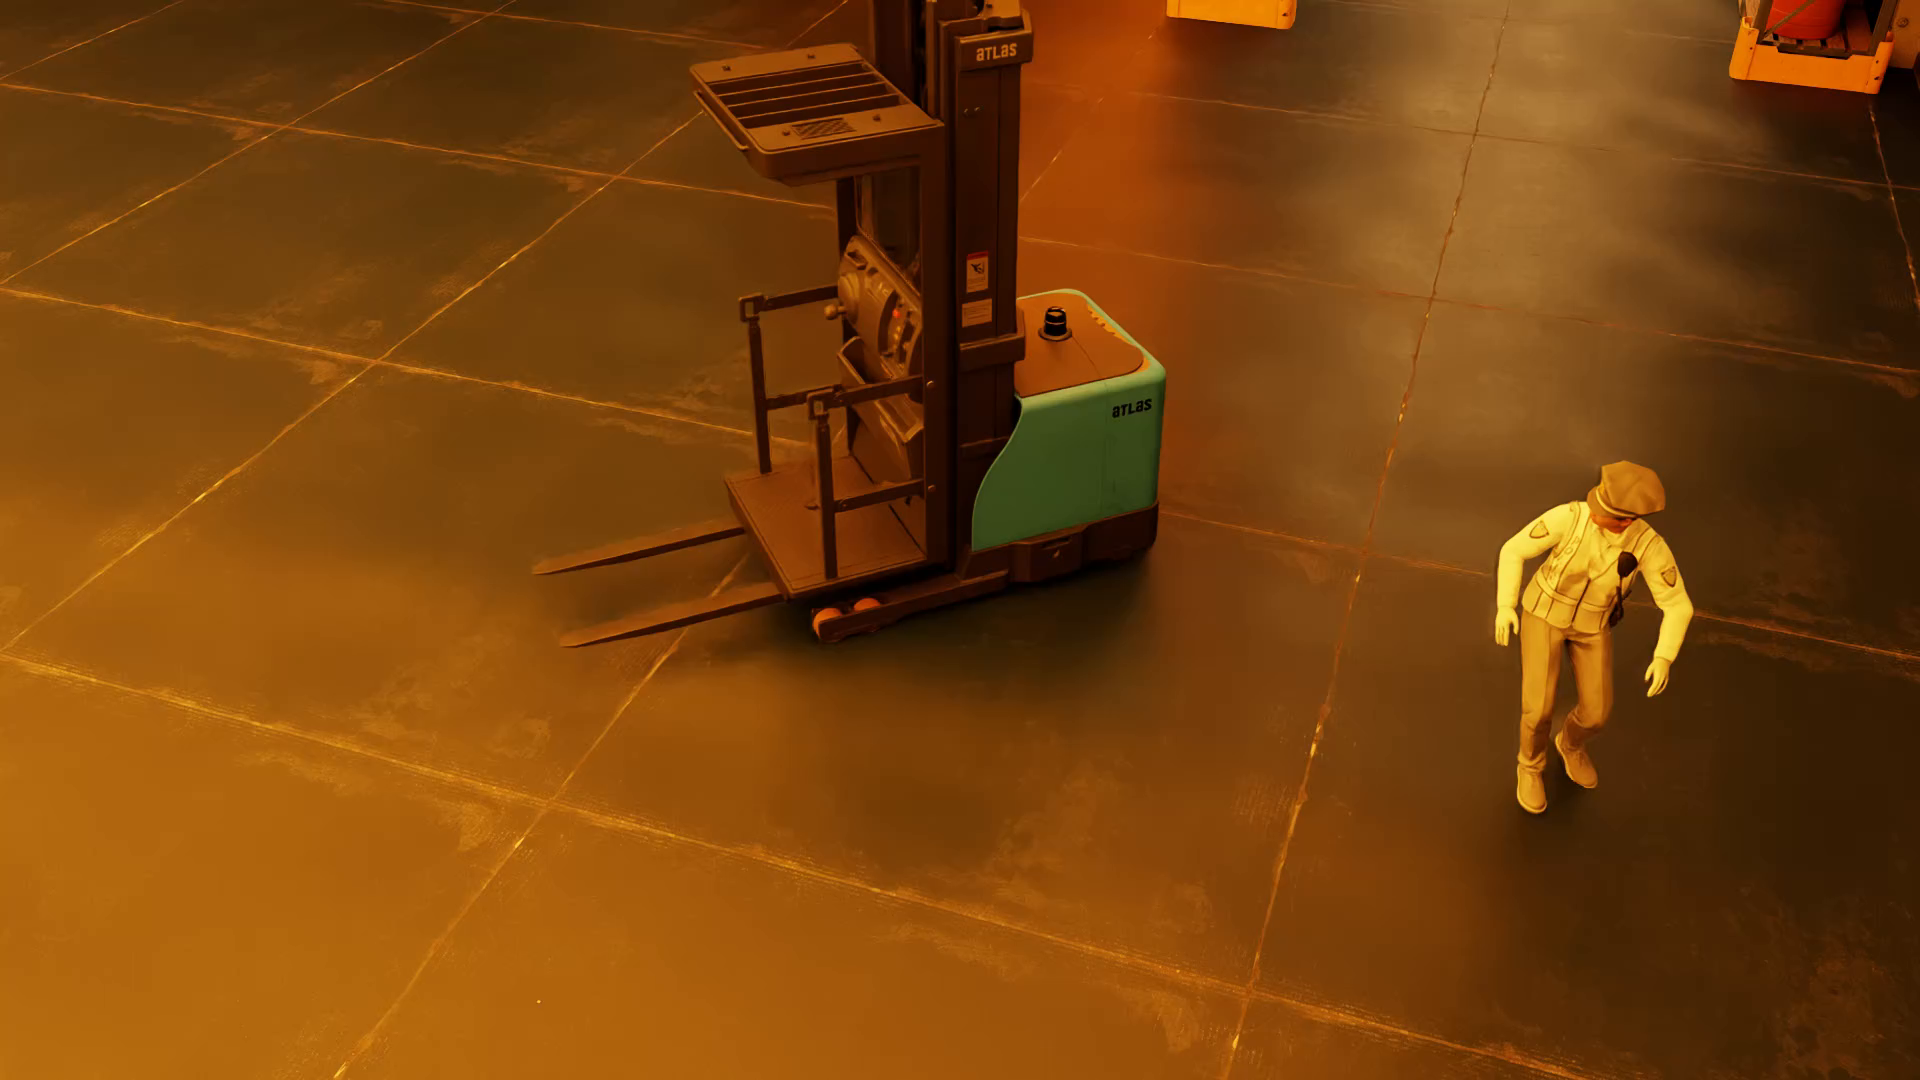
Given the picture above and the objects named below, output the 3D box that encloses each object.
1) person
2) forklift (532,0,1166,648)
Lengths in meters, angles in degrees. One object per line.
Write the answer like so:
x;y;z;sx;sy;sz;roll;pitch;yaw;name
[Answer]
2.505;0.421;6.690;0.729;1.613;0.645;6;36;9;person
-0.559;-1.052;7.595;3.031;2.935;1.130;-14;38;-19;forklift
